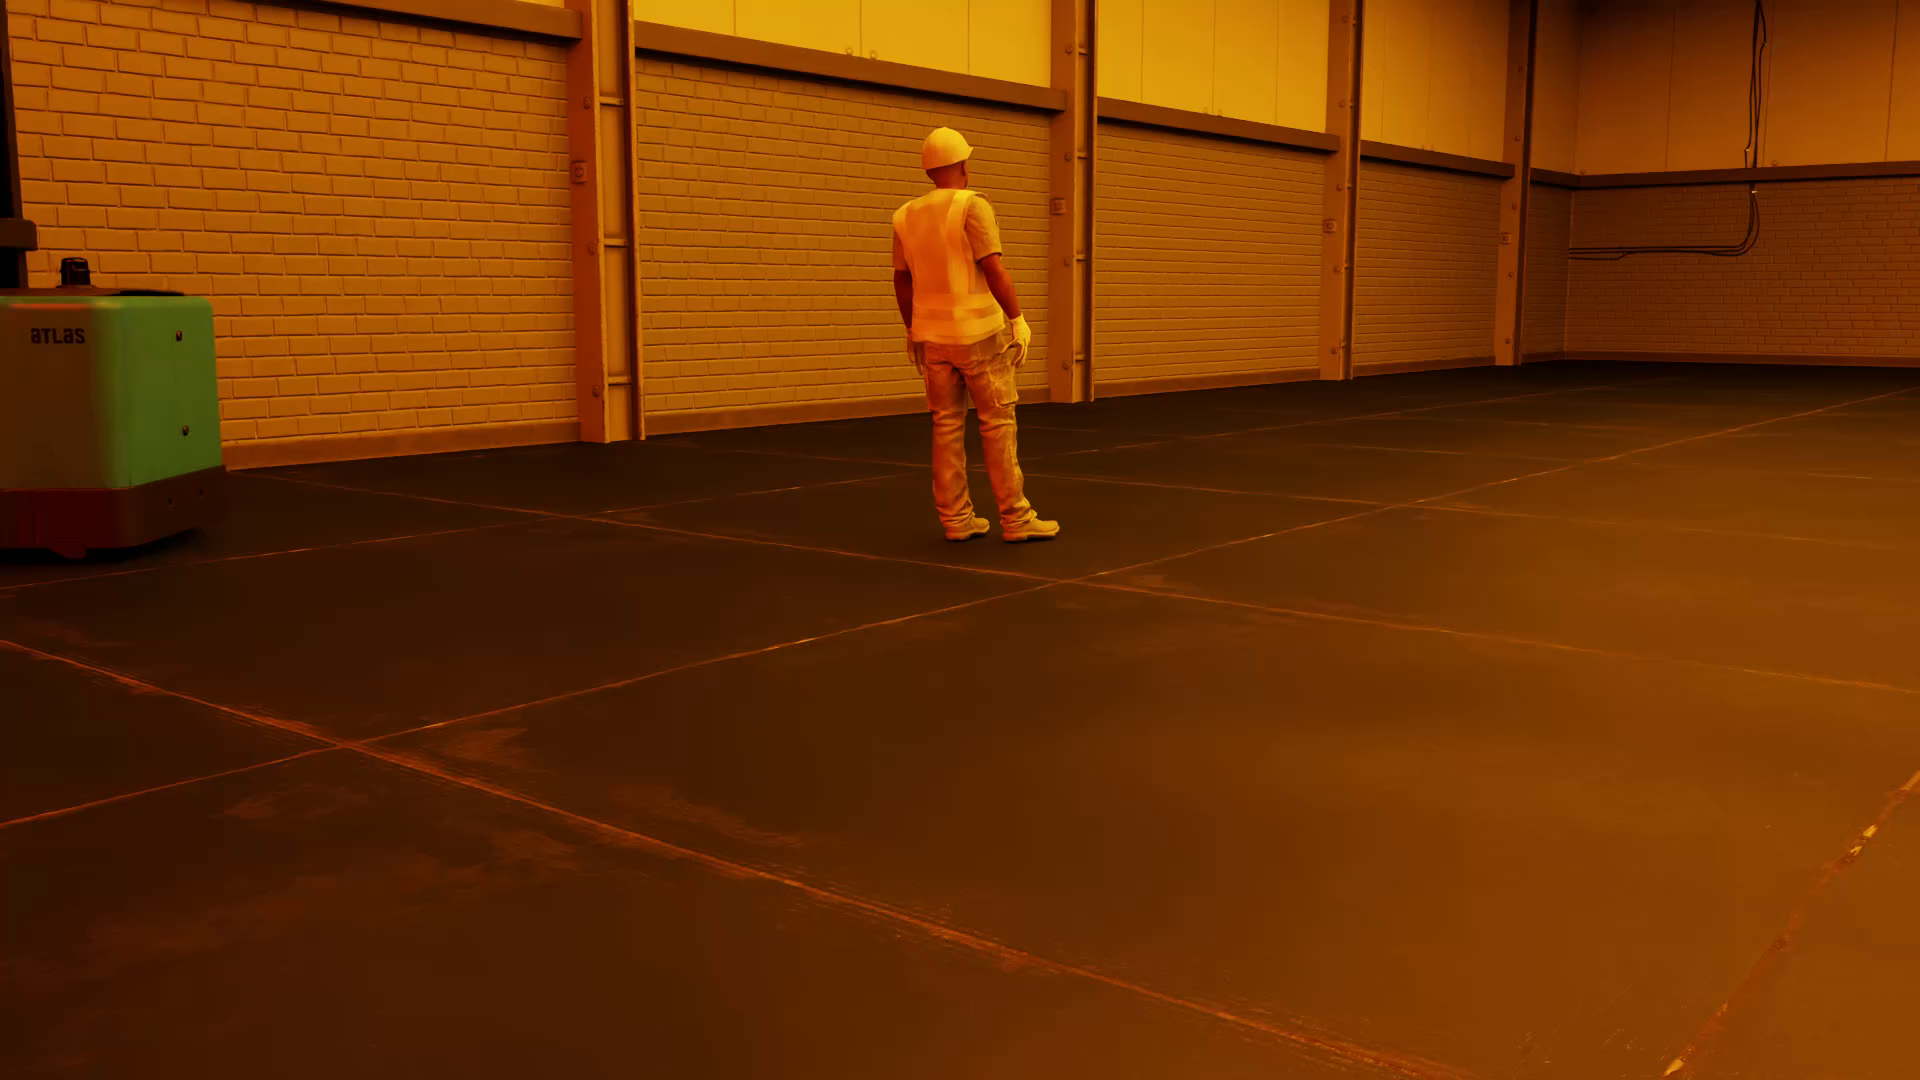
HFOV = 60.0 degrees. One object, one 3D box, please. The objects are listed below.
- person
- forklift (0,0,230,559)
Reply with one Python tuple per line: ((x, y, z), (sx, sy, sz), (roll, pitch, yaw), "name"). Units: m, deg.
((0.052, -0.896, 7.326), (0.656, 1.784, 0.575), (7, 11, 38), "person")
((-4.857, -1.416, 6.962), (3.031, 2.935, 1.130), (0, 8, -1), "forklift")
